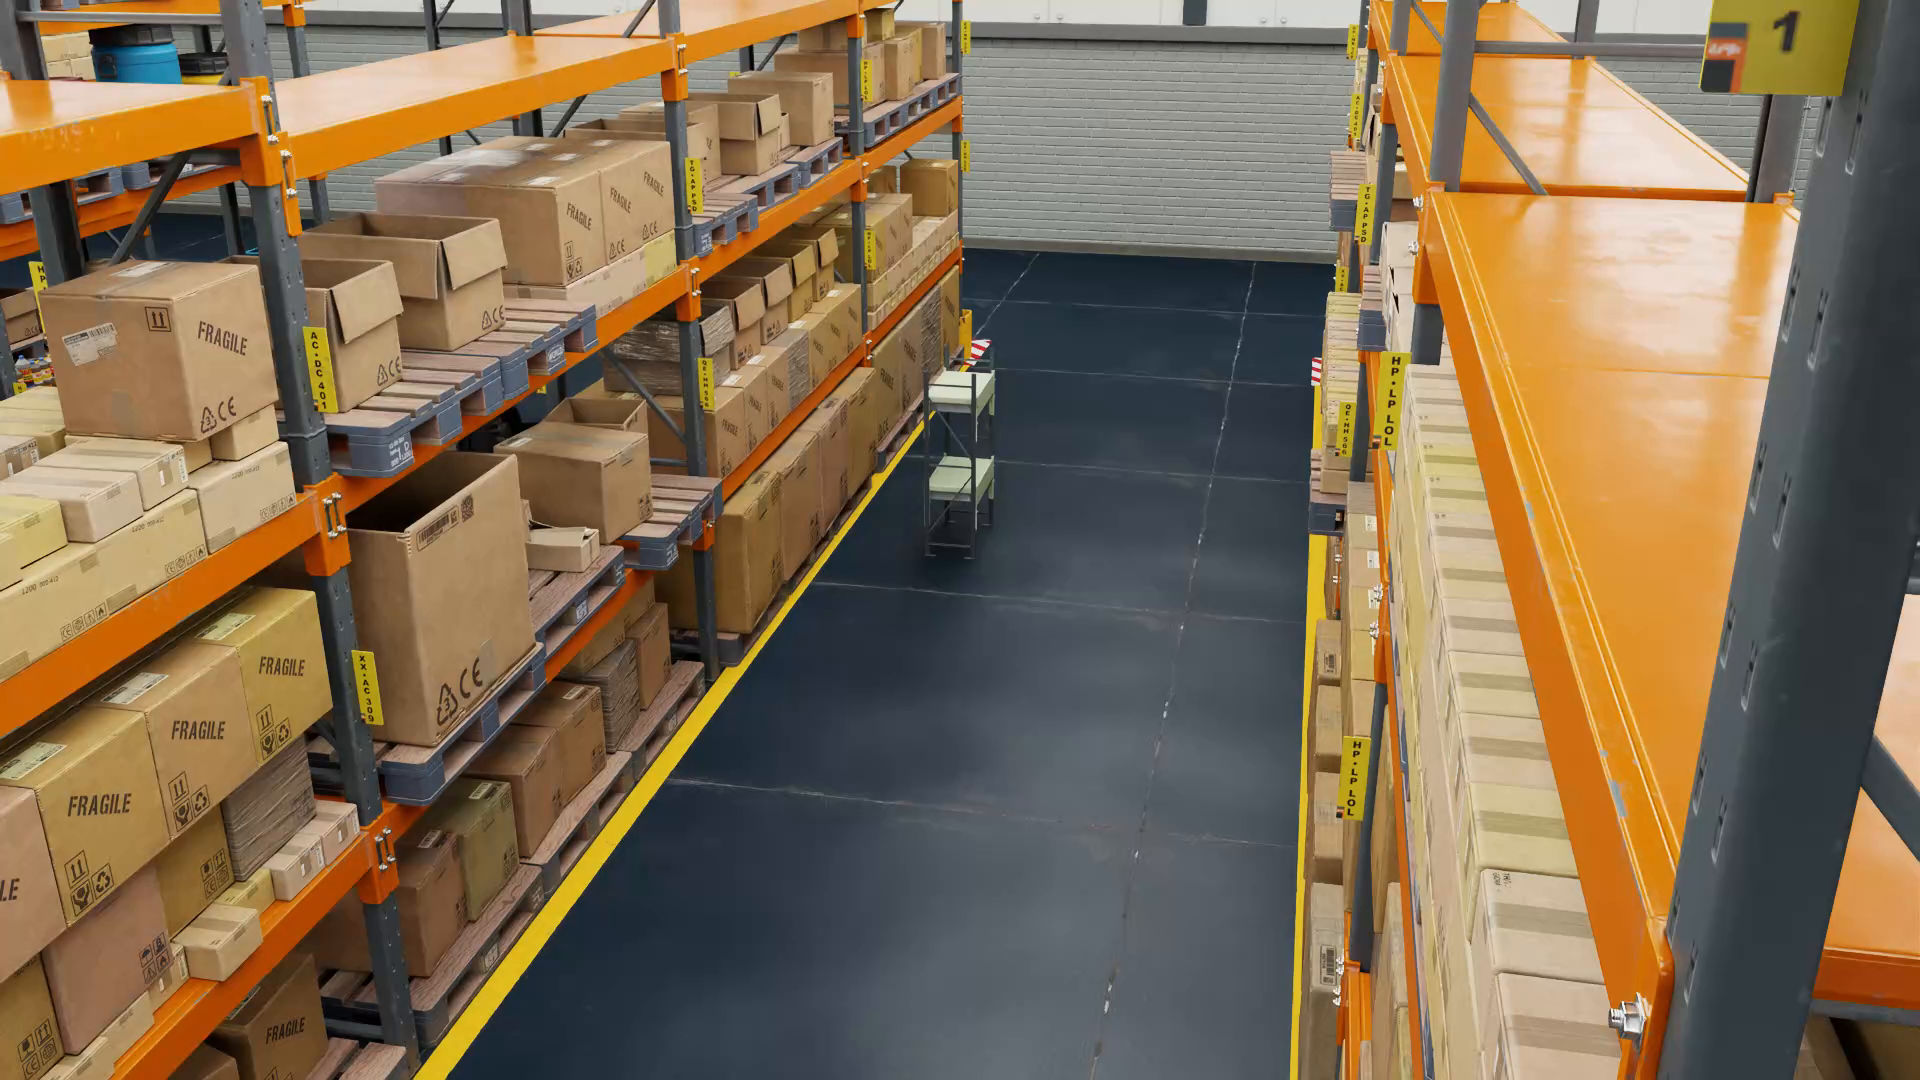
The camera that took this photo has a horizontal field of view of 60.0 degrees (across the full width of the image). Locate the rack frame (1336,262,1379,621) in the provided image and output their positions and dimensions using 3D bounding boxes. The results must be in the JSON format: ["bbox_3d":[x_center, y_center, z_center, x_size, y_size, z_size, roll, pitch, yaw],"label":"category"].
[{"bbox_3d":[2.729,-0.089,9.558,1.000,3.000,0.127,4,22,11],"label":"rack frame"}]

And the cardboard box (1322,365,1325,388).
[{"bbox_3d":[2.805,-1.143,11.950,0.380,0.149,0.250,3,22,9],"label":"cardboard box"}]

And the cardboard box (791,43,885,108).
[{"bbox_3d":[-1.075,-4.133,14.755,0.700,0.500,0.500,6,23,14],"label":"cardboard box"}]

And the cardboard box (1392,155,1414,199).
[{"bbox_3d":[2.557,-2.049,9.253,0.396,0.266,0.258,4,22,11],"label":"cardboard box"}]

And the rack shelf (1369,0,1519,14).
[{"bbox_3d":[3.953,-4.731,14.021,1.077,0.370,4.000,4,22,11],"label":"rack shelf"}]

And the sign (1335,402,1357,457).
[{"bbox_3d":[2.196,-0.627,9.451,0.100,0.325,0.005,4,22,11],"label":"sign"}]

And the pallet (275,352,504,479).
[{"bbox_3d":[-2.692,-0.563,6.972,1.213,0.211,1.003,4,22,11],"label":"pallet"}]

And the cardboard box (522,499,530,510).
[{"bbox_3d":[-2.673,-0.033,9.060,0.500,0.250,0.500,4,22,9],"label":"cardboard box"}]

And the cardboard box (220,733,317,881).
[{"bbox_3d":[-3.075,0.935,6.486,0.875,0.500,0.500,4,22,11],"label":"cardboard box"}]

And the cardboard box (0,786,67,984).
[{"bbox_3d":[-3.054,1.045,4.873,0.500,0.500,0.500,4,22,11],"label":"cardboard box"}]

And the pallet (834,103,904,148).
[{"bbox_3d":[-1.113,-3.615,14.419,1.003,0.211,1.213,4,22,11],"label":"pallet"}]

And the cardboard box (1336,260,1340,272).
[{"bbox_3d":[3.856,-2.614,16.165,0.380,0.149,0.250,4,22,9],"label":"cardboard box"}]

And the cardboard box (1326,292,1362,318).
[{"bbox_3d":[3.015,-1.797,12.777,0.380,0.149,0.250,6,23,14],"label":"cardboard box"}]

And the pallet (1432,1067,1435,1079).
[{"bbox_3d":[1.238,1.215,2.426,1.003,0.211,1.213,4,22,11],"label":"pallet"}]

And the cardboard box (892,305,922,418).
[{"bbox_3d":[-0.893,-1.740,15.941,0.875,0.875,0.875,4,22,11],"label":"cardboard box"}]

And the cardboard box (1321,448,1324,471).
[{"bbox_3d":[2.432,-0.473,10.287,0.380,0.149,0.250,4,22,11],"label":"cardboard box"}]

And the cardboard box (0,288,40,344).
[{"bbox_3d":[-10.609,-2.457,18.191,0.797,0.503,0.637,4,22,11],"label":"cardboard box"}]

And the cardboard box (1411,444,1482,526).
[{"bbox_3d":[1.351,-0.126,4.208,0.380,0.149,0.250,4,22,10],"label":"cardboard box"}]

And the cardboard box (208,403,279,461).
[{"bbox_3d":[-2.706,-0.407,6.000,0.380,0.149,0.250,5,23,13],"label":"cardboard box"}]

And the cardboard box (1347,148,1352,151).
[{"bbox_3d":[4.010,-3.519,16.205,0.500,0.500,0.500,4,22,11],"label":"cardboard box"}]

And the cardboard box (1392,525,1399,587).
[{"bbox_3d":[1.455,0.060,4.814,0.380,0.149,0.250,5,22,11],"label":"cardboard box"}]

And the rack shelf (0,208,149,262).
[{"bbox_3d":[-10.579,-3.121,18.050,1.077,0.370,4.000,4,22,11],"label":"rack shelf"}]

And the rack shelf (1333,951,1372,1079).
[{"bbox_3d":[1.505,2.439,4.244,1.077,0.370,4.000,4,22,11],"label":"rack shelf"}]

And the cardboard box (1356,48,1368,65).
[{"bbox_3d":[3.876,-4.466,15.411,0.380,0.149,0.250,4,22,11],"label":"cardboard box"}]

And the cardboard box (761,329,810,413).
[{"bbox_3d":[-1.432,-1.266,12.348,0.500,0.500,0.500,5,22,11],"label":"cardboard box"}]

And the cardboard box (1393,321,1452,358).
[{"bbox_3d":[1.949,-0.657,6.460,0.500,0.250,0.500,4,22,10],"label":"cardboard box"}]

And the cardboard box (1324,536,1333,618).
[{"bbox_3d":[2.809,0.231,11.548,0.500,0.500,0.500,3,22,9],"label":"cardboard box"}]

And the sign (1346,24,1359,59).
[{"bbox_3d":[3.830,-4.853,16.202,0.100,0.325,0.005,4,22,11],"label":"sign"}]

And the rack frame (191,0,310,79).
[{"bbox_3d":[-6.138,-5.127,14.038,1.000,3.000,0.127,4,22,11],"label":"rack frame"}]

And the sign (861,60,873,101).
[{"bbox_3d":[-0.757,-3.706,13.412,0.100,0.325,0.005,4,22,11],"label":"sign"}]

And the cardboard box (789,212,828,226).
[{"bbox_3d":[-1.458,-2.571,14.522,0.500,0.500,0.500,5,22,12],"label":"cardboard box"}]

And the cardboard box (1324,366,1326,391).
[{"bbox_3d":[2.698,-1.087,11.412,0.380,0.149,0.250,4,22,10],"label":"cardboard box"}]

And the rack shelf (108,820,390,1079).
[{"bbox_3d":[-3.330,2.024,5.275,1.077,0.370,4.000,4,22,11],"label":"rack shelf"}]

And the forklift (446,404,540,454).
[{"bbox_3d":[-2.914,-0.779,11.365,3.031,2.935,1.130,-2,22,-5],"label":"forklift"}]

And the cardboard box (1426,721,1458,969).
[{"bbox_3d":[1.129,0.569,3.016,0.500,0.250,0.500,4,22,11],"label":"cardboard box"}]

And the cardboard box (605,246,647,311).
[{"bbox_3d":[-2.051,-1.450,9.125,0.500,0.250,0.500,4,22,11],"label":"cardboard box"}]

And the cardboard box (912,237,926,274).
[{"bbox_3d":[-0.623,-2.738,15.939,0.500,0.250,0.500,4,22,11],"label":"cardboard box"}]

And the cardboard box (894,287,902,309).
[{"bbox_3d":[-0.745,-2.222,15.191,0.380,0.149,0.250,4,22,9],"label":"cardboard box"}]

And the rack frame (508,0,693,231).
[{"bbox_3d":[-2.106,-3.286,9.468,1.000,3.000,0.127,4,22,11],"label":"rack frame"}]

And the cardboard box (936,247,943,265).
[{"bbox_3d":[-0.380,-2.879,16.823,0.380,0.149,0.250,5,22,12],"label":"cardboard box"}]

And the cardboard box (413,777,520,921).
[{"bbox_3d":[-2.660,1.519,8.325,0.700,0.500,0.500,4,22,11],"label":"cardboard box"}]

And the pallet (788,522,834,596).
[{"bbox_3d":[-1.620,0.062,12.916,1.003,0.211,1.213,4,22,11],"label":"pallet"}]

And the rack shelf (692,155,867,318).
[{"bbox_3d":[-1.698,-2.293,11.979,1.077,0.370,4.000,4,22,11],"label":"rack shelf"}]

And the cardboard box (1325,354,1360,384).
[{"bbox_3d":[2.646,-1.130,11.121,0.380,0.149,0.250,6,23,14],"label":"cardboard box"}]

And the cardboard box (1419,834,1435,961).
[{"bbox_3d":[1.092,0.709,3.203,0.380,0.149,0.250,5,22,11],"label":"cardboard box"}]

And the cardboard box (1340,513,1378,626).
[{"bbox_3d":[2.272,0.195,8.721,0.500,0.500,0.500,4,22,10],"label":"cardboard box"}]

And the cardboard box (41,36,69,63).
[{"bbox_3d":[-10.128,-5.349,18.137,0.500,0.250,0.500,4,22,11],"label":"cardboard box"}]

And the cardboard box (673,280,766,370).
[{"bbox_3d":[-1.805,-1.520,11.635,0.797,0.503,0.637,5,22,12],"label":"cardboard box"}]

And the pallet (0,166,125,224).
[{"bbox_3d":[-6.703,-2.457,11.678,1.003,0.211,1.213,4,22,11],"label":"pallet"}]

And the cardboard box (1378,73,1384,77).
[{"bbox_3d":[3.563,-3.702,13.514,0.380,0.149,0.250,5,23,13],"label":"cardboard box"}]

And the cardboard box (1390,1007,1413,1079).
[{"bbox_3d":[1.460,1.528,3.899,0.875,0.550,0.500,4,22,11],"label":"cardboard box"}]

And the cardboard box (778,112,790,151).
[{"bbox_3d":[-1.602,-3.117,12.620,0.500,0.311,0.500,4,22,9],"label":"cardboard box"}]

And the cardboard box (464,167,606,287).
[{"bbox_3d":[-2.168,-1.612,8.522,0.500,0.500,0.500,5,22,12],"label":"cardboard box"}]

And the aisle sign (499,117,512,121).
[{"bbox_3d":[-5.021,-5.017,18.315,0.394,0.787,0.004,4,22,11],"label":"aisle sign"}]

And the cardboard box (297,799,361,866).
[{"bbox_3d":[-2.678,1.177,6.753,0.380,0.149,0.250,4,22,11],"label":"cardboard box"}]

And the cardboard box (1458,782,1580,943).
[{"bbox_3d":[0.989,0.522,2.599,0.380,0.149,0.250,5,22,12],"label":"cardboard box"}]

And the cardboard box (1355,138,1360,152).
[{"bbox_3d":[3.381,-3.073,13.155,0.500,0.250,0.500,5,22,12],"label":"cardboard box"}]

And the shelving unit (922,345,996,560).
[{"bbox_3d":[-0.001,-0.693,13.067,0.431,1.500,0.755,4,22,11],"label":"shelving unit"}]
